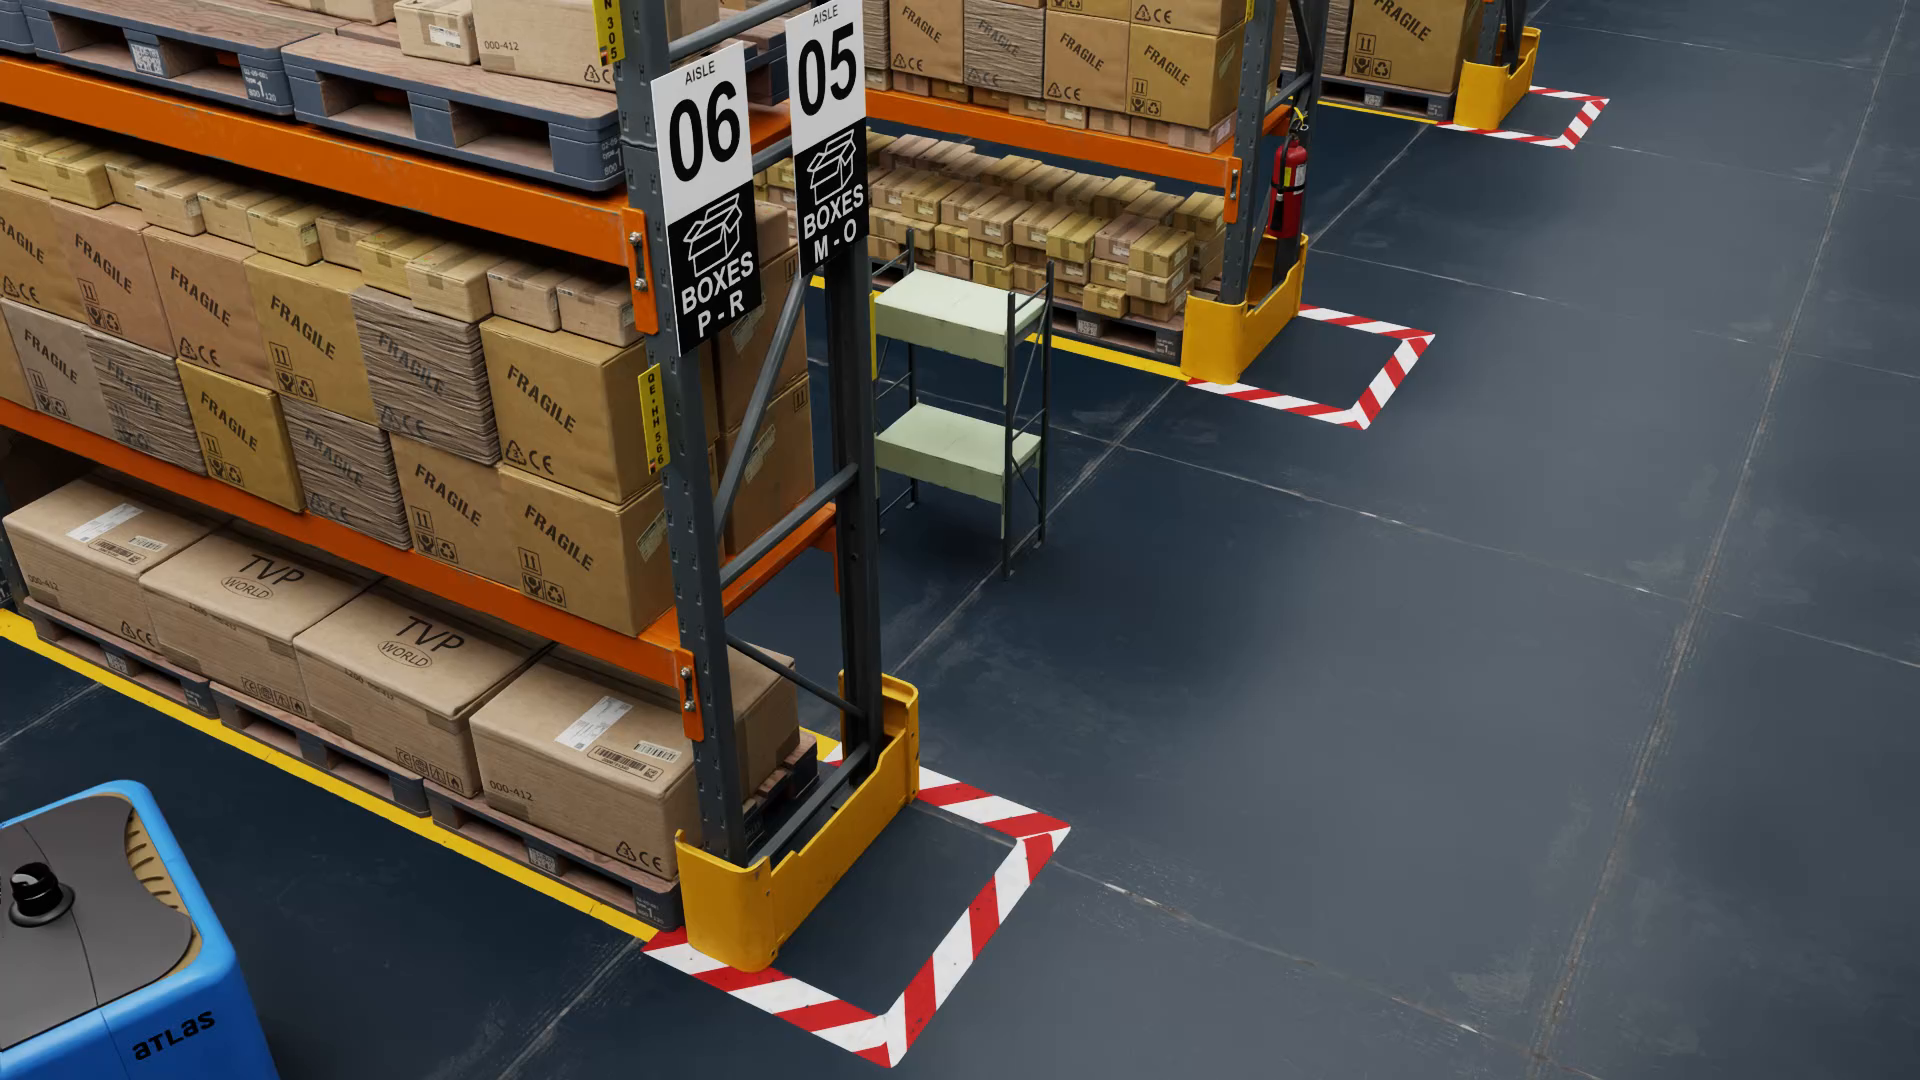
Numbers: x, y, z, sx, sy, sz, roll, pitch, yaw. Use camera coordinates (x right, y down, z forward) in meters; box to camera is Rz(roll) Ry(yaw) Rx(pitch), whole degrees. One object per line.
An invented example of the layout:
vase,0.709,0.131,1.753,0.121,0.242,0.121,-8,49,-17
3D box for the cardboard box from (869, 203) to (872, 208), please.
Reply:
cardboard box,-0.594,-2.155,10.704,0.250,0.149,0.380,19,38,27

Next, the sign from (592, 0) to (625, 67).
sign,-0.881,-1.352,4.140,0.005,0.325,0.100,18,37,24

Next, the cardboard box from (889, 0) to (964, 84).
cardboard box,-0.066,-3.021,9.722,0.500,0.500,0.500,20,38,27

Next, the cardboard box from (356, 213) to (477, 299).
cardboard box,-1.707,-0.933,5.367,0.250,0.149,0.380,18,38,25

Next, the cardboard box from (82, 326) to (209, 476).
cardboard box,-2.931,-0.631,6.402,0.500,0.500,0.500,18,38,25

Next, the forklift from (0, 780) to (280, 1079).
forklift,-3.481,1.110,3.939,3.031,2.935,1.130,-23,40,-30

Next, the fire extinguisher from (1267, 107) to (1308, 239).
fire extinguisher,1.759,-1.956,8.887,0.183,0.674,0.296,18,37,24

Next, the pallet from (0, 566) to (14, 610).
pallet,-4.779,-0.140,8.270,1.213,0.211,1.003,18,37,24

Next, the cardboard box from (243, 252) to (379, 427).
cardboard box,-2.032,-0.768,5.705,0.500,0.500,0.500,17,37,24

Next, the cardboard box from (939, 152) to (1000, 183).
cardboard box,0.065,-2.354,10.735,0.250,0.149,0.380,18,38,25

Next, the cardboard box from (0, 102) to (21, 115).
cardboard box,-3.696,-1.578,6.336,0.250,0.149,0.380,18,38,25

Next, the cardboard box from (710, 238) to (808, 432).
cardboard box,-0.875,-0.752,5.680,0.500,0.500,0.500,17,37,23

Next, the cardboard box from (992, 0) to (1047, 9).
cardboard box,0.353,-3.301,9.240,0.500,0.500,0.500,20,38,27

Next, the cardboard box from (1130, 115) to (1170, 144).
cardboard box,1.148,-2.370,9.330,0.250,0.149,0.380,18,37,24

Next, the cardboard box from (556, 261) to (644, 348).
cardboard box,-1.010,-0.755,5.100,0.250,0.149,0.380,18,38,25

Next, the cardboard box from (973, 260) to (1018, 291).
cardboard box,0.275,-1.705,10.297,0.250,0.149,0.380,16,37,22

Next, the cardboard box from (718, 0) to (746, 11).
cardboard box,-1.399,-3.443,10.355,0.500,0.500,0.500,17,37,24

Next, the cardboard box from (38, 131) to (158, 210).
cardboard box,-3.052,-1.343,5.984,0.250,0.149,0.380,16,37,23

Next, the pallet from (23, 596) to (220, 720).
pallet,-3.451,0.282,7.635,1.213,0.211,1.003,18,37,24

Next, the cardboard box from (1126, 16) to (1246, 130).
cardboard box,1.251,-2.600,9.090,0.500,0.500,0.500,18,38,25

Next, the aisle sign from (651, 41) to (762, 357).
aisle sign,-0.691,-0.938,4.607,0.004,0.787,0.394,18,37,24

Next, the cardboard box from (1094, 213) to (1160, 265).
cardboard box,0.994,-1.791,9.890,0.250,0.149,0.380,18,38,25

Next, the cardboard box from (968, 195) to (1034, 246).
cardboard box,0.252,-1.950,10.128,0.250,0.149,0.380,19,38,26

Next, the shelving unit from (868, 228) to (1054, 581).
shelving unit,-0.006,-0.626,7.837,0.755,1.500,0.431,18,37,24

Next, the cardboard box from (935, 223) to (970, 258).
cardboard box,0.048,-1.912,10.340,0.250,0.149,0.380,20,38,27

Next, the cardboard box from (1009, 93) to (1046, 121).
cardboard box,0.476,-2.578,9.641,0.250,0.149,0.380,16,37,22

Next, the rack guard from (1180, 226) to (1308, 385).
rack guard,1.703,-1.415,9.924,0.348,0.500,1.175,18,37,24

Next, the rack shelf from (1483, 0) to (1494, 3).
rack shelf,2.581,-5.044,13.768,4.000,0.370,1.077,18,37,24

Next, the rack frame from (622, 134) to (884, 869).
rack frame,-0.599,-0.025,5.581,0.127,3.000,1.000,18,37,24

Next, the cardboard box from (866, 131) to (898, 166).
cardboard box,-0.618,-2.573,11.064,0.250,0.149,0.380,19,38,26

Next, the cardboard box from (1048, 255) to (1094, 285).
cardboard box,0.717,-1.697,10.016,0.250,0.149,0.380,16,37,23

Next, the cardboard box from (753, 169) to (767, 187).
cardboard box,-1.298,-2.472,10.912,0.250,0.149,0.380,20,38,27

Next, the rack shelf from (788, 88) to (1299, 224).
rack shelf,0.033,-2.685,10.225,4.000,0.370,1.077,18,37,24

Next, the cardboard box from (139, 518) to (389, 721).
cardboard box,-2.803,0.237,7.121,0.875,0.438,0.875,16,37,23

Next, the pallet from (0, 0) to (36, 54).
pallet,-3.367,-2.107,6.081,1.213,0.211,1.003,18,37,24

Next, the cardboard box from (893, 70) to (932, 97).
cardboard box,-0.197,-2.805,9.982,0.250,0.149,0.380,19,38,26

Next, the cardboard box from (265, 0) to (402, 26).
cardboard box,-1.874,-1.888,5.285,0.500,0.311,0.500,18,38,25

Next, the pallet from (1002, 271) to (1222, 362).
pallet,1.015,-1.535,10.365,1.213,0.211,1.003,18,37,24

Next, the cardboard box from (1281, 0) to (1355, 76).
cardboard box,2.932,-4.472,13.798,0.875,0.875,0.875,18,37,24

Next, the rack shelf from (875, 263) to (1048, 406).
rack shelf,-0.006,-0.951,7.621,0.720,0.370,0.431,18,37,24

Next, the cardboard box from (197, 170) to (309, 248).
cardboard box,-2.364,-1.161,5.709,0.250,0.149,0.380,19,38,26

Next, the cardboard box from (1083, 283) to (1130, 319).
cardboard box,0.935,-1.489,9.974,0.250,0.149,0.380,19,38,26

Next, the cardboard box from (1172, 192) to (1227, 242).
cardboard box,1.483,-1.978,10.171,0.250,0.149,0.380,16,37,22

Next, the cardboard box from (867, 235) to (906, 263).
cardboard box,-0.400,-1.931,10.637,0.250,0.149,0.380,17,37,23

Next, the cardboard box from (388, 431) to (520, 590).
cardboard box,-1.578,-0.217,5.780,0.500,0.500,0.500,17,37,23

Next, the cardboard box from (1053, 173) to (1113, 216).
cardboard box,0.772,-2.155,10.437,0.250,0.149,0.380,16,37,22

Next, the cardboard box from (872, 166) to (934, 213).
cardboard box,-0.358,-2.221,10.535,0.250,0.149,0.380,16,37,22

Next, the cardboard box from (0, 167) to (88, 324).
cardboard box,-3.343,-1.193,6.344,0.500,0.500,0.500,17,37,24
